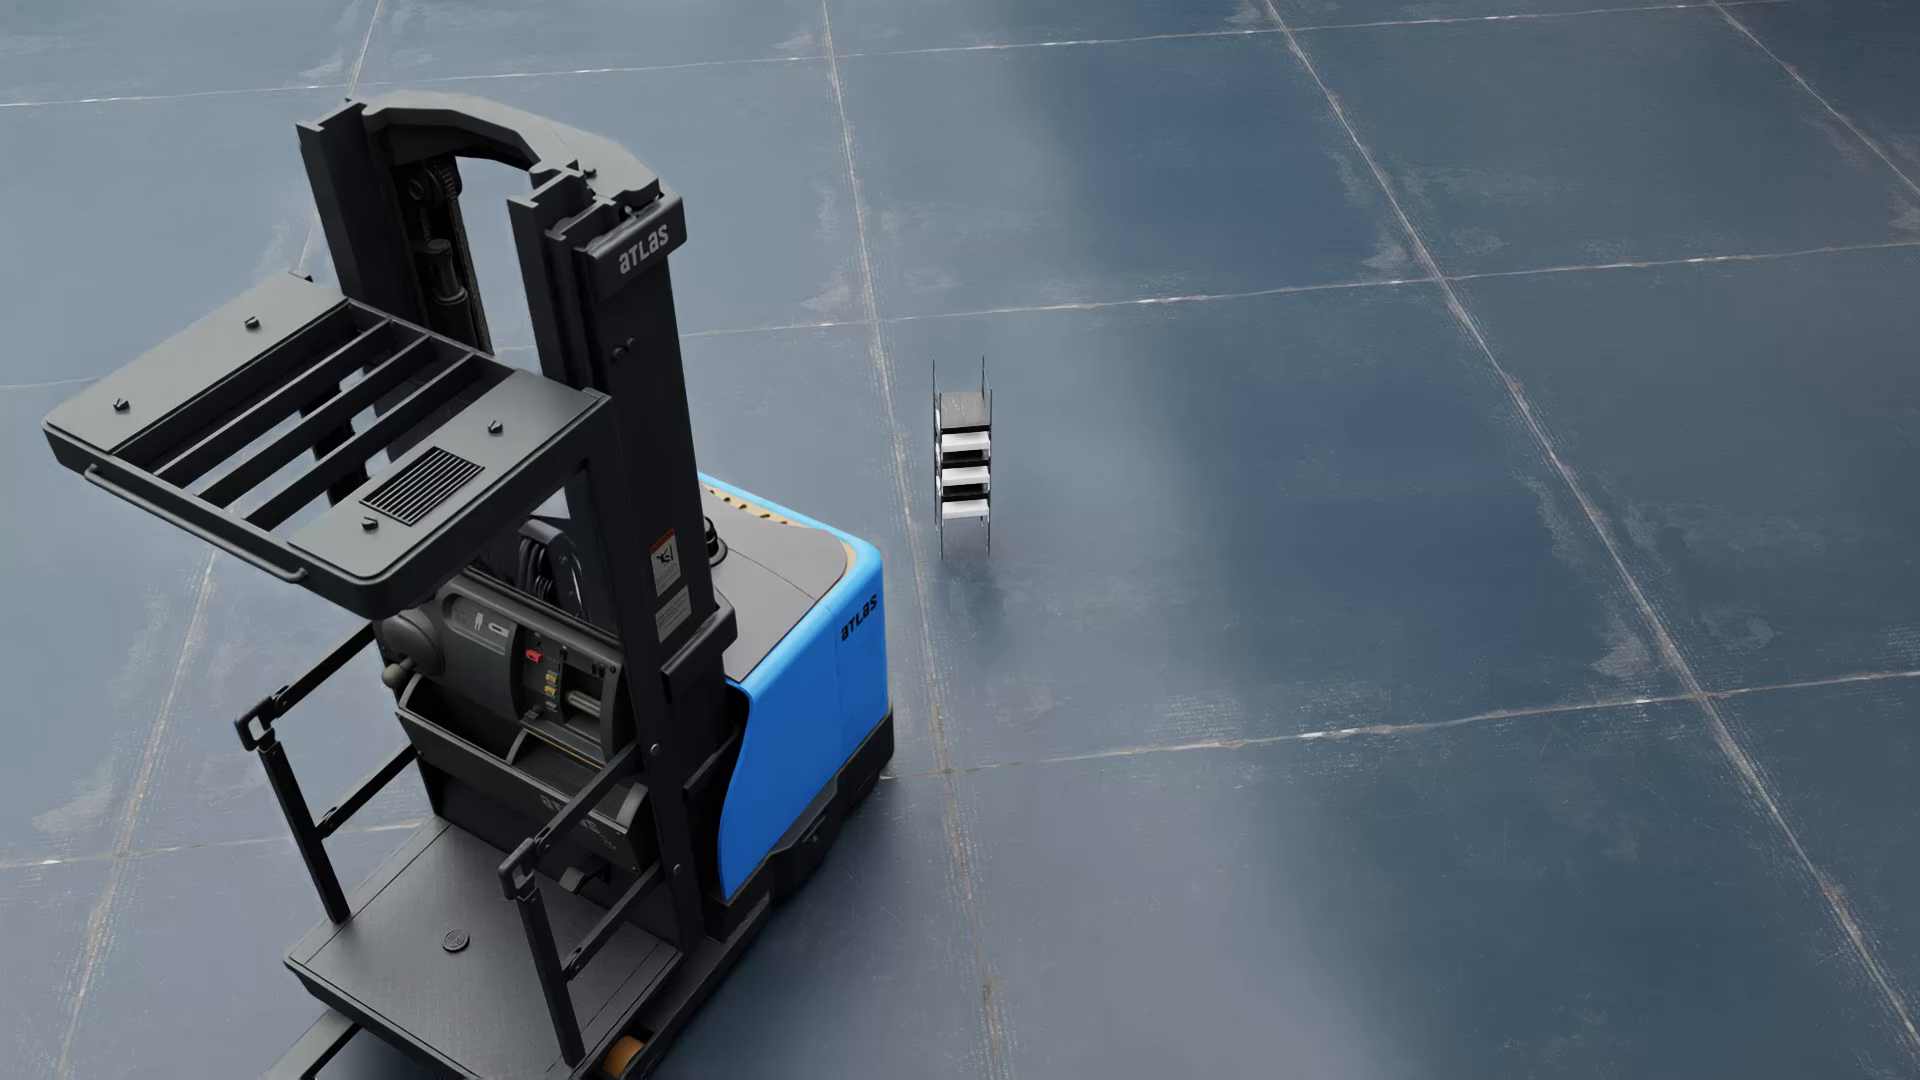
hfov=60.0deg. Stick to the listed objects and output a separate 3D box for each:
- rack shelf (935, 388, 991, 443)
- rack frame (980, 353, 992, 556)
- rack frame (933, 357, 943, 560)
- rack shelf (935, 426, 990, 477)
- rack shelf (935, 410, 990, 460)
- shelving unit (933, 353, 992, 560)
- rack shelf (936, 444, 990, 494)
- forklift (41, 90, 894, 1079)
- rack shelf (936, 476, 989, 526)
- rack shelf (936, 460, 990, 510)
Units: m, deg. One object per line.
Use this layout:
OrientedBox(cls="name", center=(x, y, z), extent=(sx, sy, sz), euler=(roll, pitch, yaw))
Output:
OrientedBox(cls="rack shelf", center=(0.008, -0.511, 6.791), extent=(0.200, 0.077, 0.258), euler=(-5, 42, -6))
OrientedBox(cls="rack frame", center=(0.109, -0.344, 6.959), extent=(0.006, 0.900, 0.240), euler=(-5, 42, -6))
OrientedBox(cls="rack frame", center=(-0.093, -0.326, 6.940), extent=(0.006, 0.900, 0.240), euler=(-5, 42, -6))
OrientedBox(cls="rack shelf", center=(0.008, -0.377, 6.911), extent=(0.200, 0.077, 0.258), euler=(-5, 42, -6))
OrientedBox(cls="rack shelf", center=(0.008, -0.444, 6.851), extent=(0.200, 0.077, 0.258), euler=(-5, 42, -6))
OrientedBox(cls="shelving unit", center=(0.008, -0.335, 6.949), extent=(0.210, 0.900, 0.258), euler=(-5, 42, -6))
OrientedBox(cls="rack shelf", center=(0.008, -0.310, 6.972), extent=(0.200, 0.077, 0.258), euler=(-5, 42, -6))
OrientedBox(cls="forklift", center=(-1.440, 0.413, 4.604), extent=(1.130, 2.935, 3.031), euler=(22, 46, 23))
OrientedBox(cls="rack shelf", center=(0.008, -0.176, 7.092), extent=(0.200, 0.077, 0.258), euler=(-5, 42, -6))
OrientedBox(cls="rack shelf", center=(0.008, -0.243, 7.032), extent=(0.200, 0.077, 0.258), euler=(-5, 42, -6))
